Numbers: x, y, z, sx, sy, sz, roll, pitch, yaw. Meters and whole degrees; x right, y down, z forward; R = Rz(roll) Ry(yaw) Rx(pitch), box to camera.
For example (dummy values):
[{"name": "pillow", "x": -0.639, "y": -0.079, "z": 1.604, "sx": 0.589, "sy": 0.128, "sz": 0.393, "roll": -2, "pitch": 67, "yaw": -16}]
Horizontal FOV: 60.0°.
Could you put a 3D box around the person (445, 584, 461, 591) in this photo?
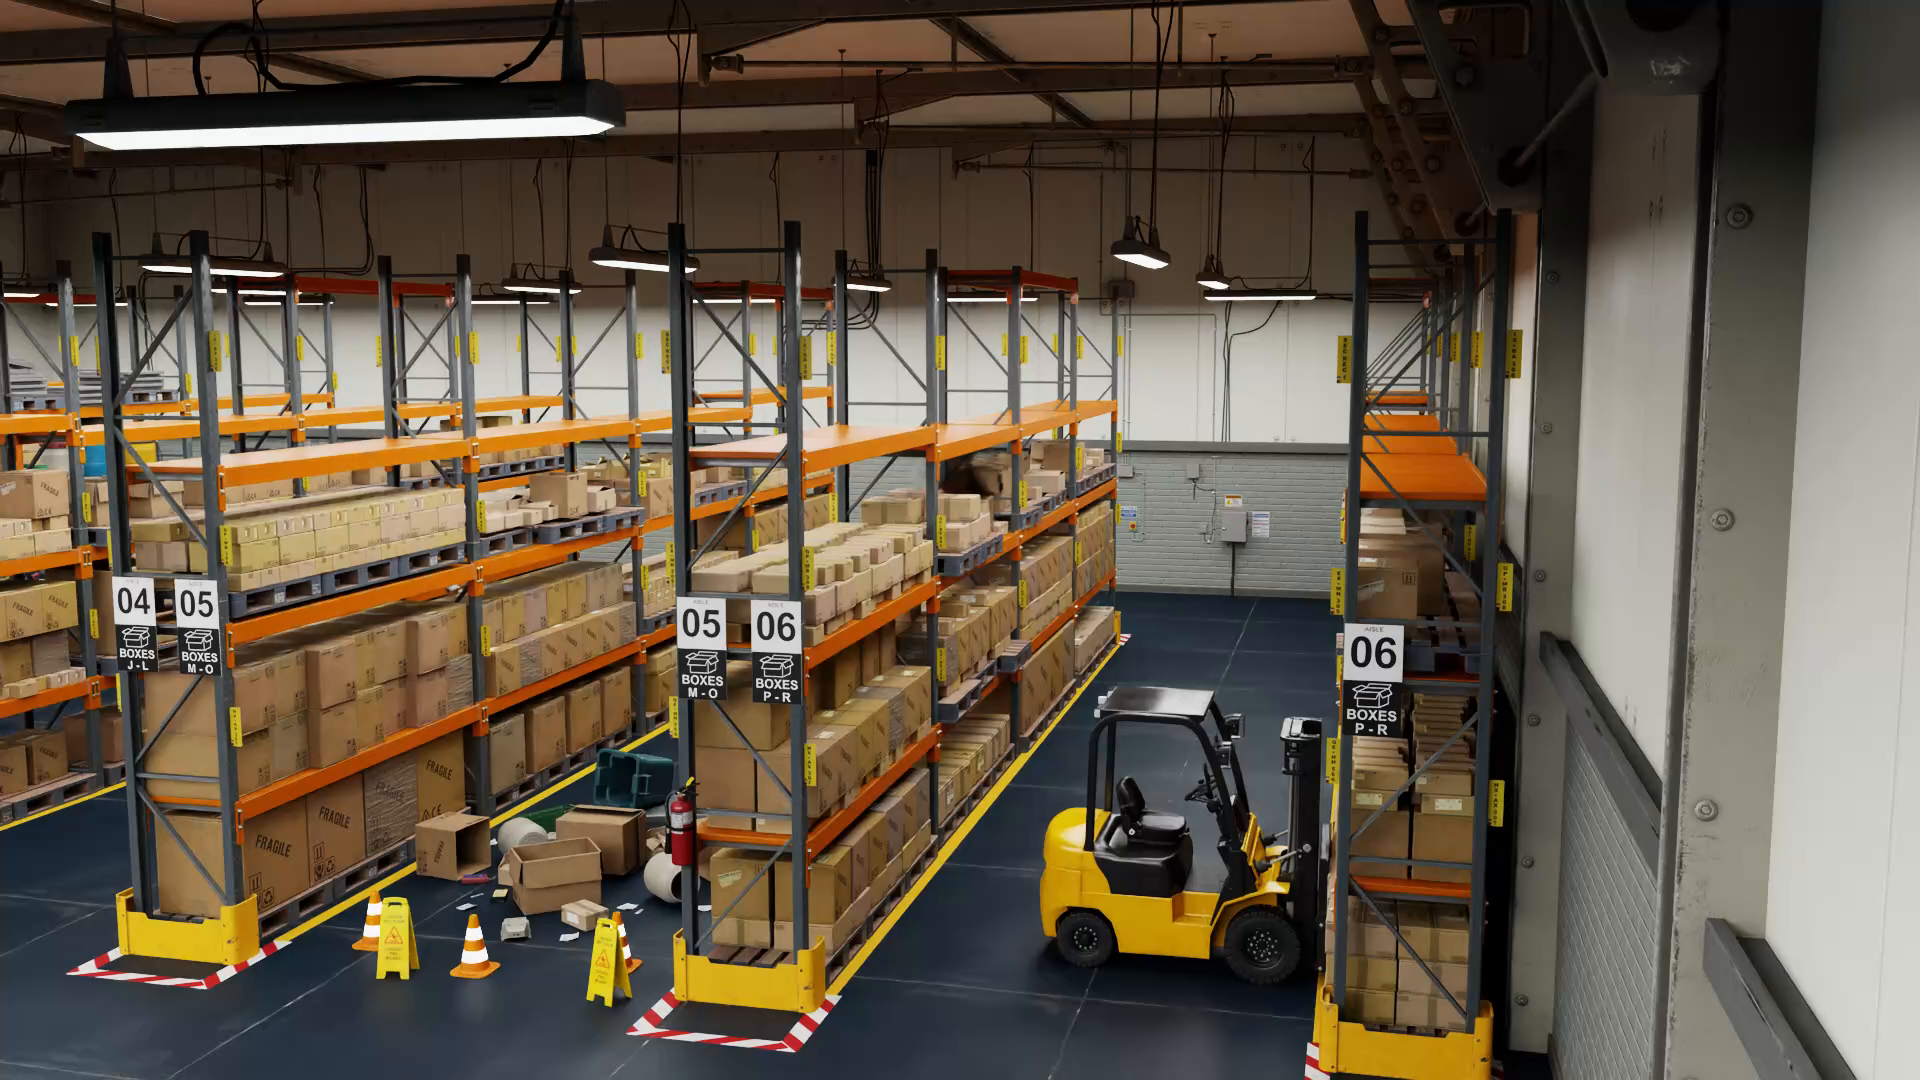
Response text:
[{"name": "person", "x": -7.263, "y": 1.375, "z": 24.004, "sx": 0.408, "sy": 1.600, "sz": 0.473, "roll": 0, "pitch": 7, "yaw": -2}]

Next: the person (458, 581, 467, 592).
[{"name": "person", "x": -7.234, "y": 1.310, "z": 24.632, "sx": 0.665, "sy": 1.626, "sz": 0.853, "roll": 1, "pitch": 7, "yaw": 12}]

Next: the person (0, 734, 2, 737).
[{"name": "person", "x": -12.821, "y": 1.752, "z": 21.425, "sx": 0.671, "sy": 1.671, "sz": 0.560, "roll": -6, "pitch": 9, "yaw": -41}]
